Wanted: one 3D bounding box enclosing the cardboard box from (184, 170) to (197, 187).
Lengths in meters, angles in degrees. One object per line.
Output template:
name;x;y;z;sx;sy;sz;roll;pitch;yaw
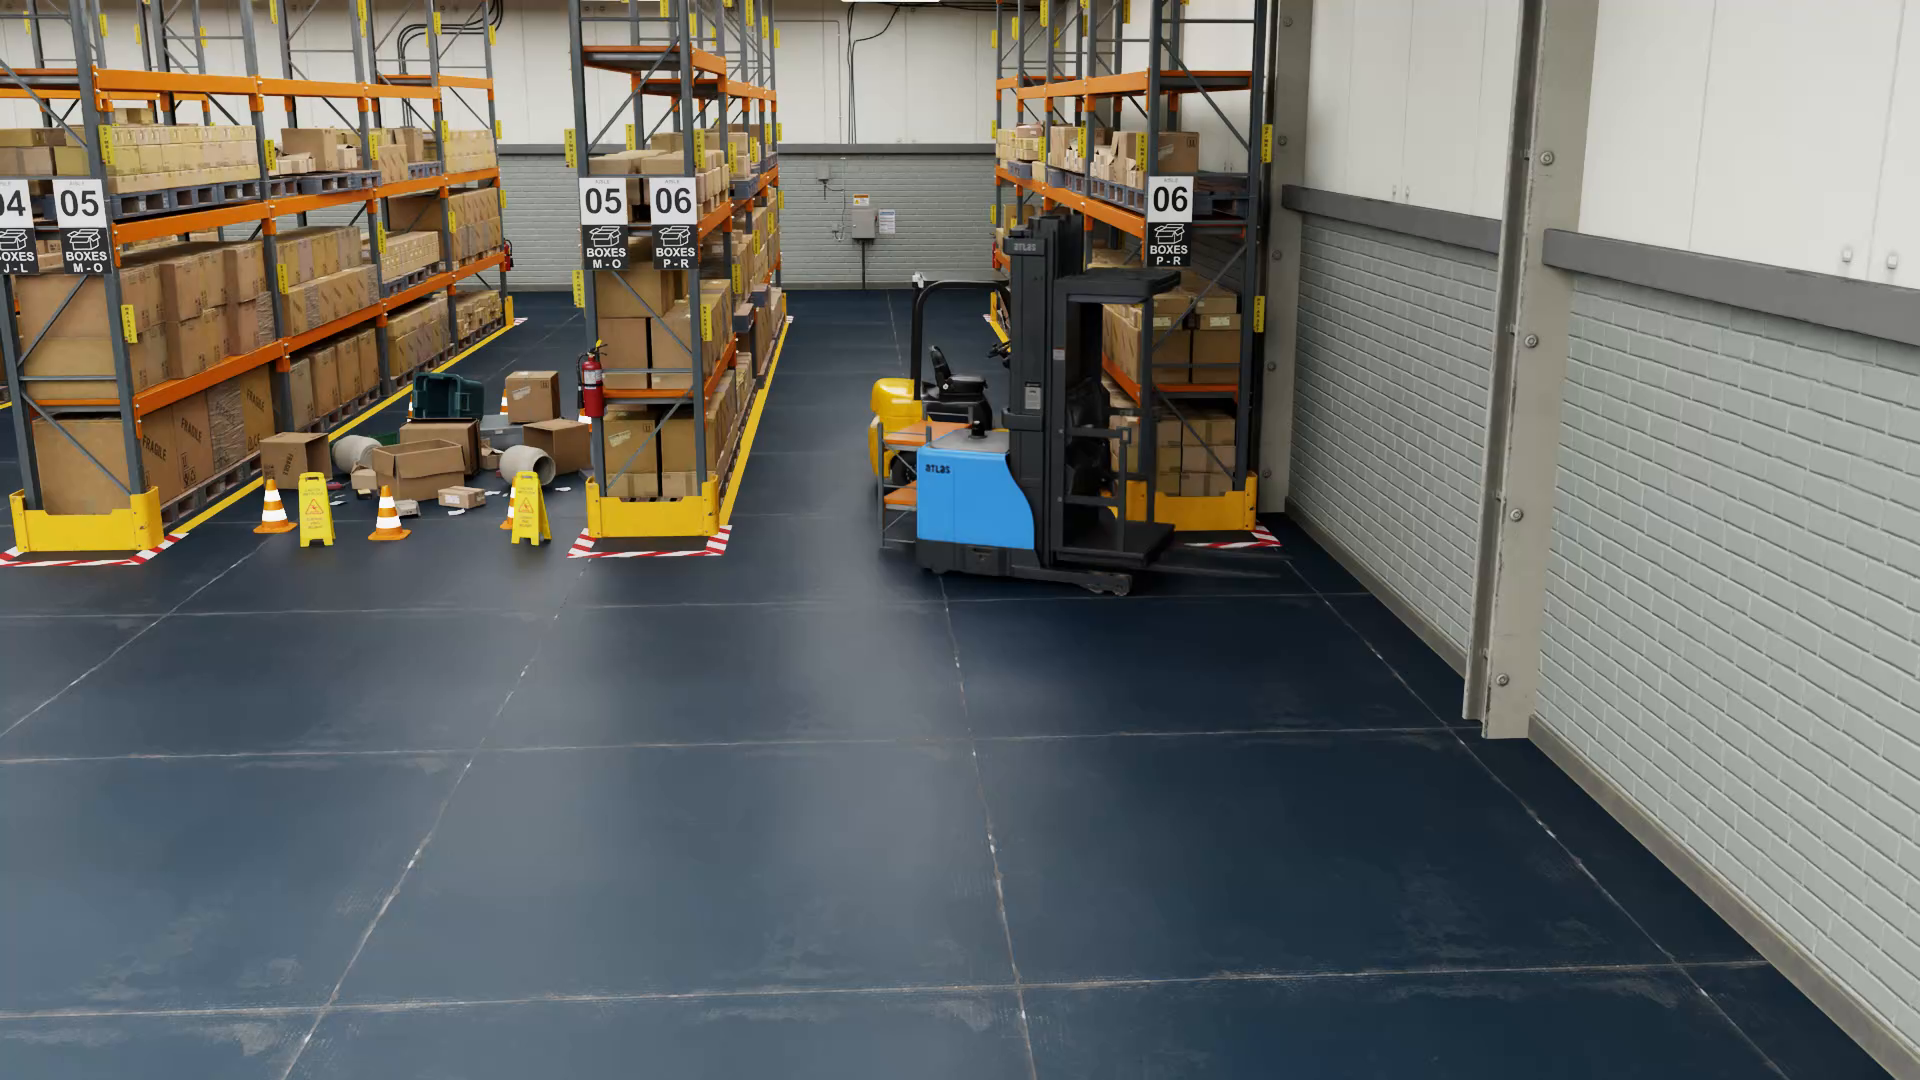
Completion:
cardboard box;-7.534;-3.455;15.875;0.380;0.149;0.250;-1;14;-3

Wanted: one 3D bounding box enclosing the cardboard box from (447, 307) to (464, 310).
cardboard box;-8.319;-3.720;27.151;0.380;0.149;0.250;-1;14;-4

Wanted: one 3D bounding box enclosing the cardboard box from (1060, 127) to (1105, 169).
cardboard box;1.519;-4.889;20.745;0.500;0.500;0.500;-1;14;-2

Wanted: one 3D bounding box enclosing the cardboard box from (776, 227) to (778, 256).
cardboard box;-3.443;-5.165;28.881;0.500;0.500;0.500;0;14;-2

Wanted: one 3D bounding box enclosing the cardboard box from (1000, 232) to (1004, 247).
cardboard box;0.984;-5.266;29.177;0.500;0.250;0.500;-1;14;-4

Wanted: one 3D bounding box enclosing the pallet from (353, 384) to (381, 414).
pallet;-8.260;-1.847;21.779;1.003;0.211;1.213;-1;14;-3

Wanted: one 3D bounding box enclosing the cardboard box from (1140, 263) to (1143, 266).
cardboard box;2.224;-3.010;18.608;0.380;0.149;0.250;-1;14;-3

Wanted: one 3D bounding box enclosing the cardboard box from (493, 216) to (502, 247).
cardboard box;-8.445;-5.469;29.463;0.500;0.500;0.500;-1;14;-2

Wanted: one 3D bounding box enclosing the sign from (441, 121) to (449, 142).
sign;-7.928;-6.292;25.614;0.100;0.325;0.005;-1;14;-3

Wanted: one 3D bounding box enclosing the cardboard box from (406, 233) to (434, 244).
cardboard box;-8.244;-4.595;25.334;0.380;0.149;0.250;-1;14;-5

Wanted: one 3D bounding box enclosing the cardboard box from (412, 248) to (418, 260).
cardboard box;-8.174;-4.191;24.360;0.380;0.149;0.250;-1;14;-3

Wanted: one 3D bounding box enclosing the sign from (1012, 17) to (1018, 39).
sign;0.864;-7.960;25.873;0.100;0.325;0.005;-1;14;-3

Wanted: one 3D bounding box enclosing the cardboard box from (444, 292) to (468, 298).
cardboard box;-8.899;-4.292;29.374;0.380;0.149;0.250;-1;14;-2

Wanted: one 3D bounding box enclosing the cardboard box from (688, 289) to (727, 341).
cardboard box;-2.700;-2.330;17.264;0.500;0.500;0.500;0;14;-2

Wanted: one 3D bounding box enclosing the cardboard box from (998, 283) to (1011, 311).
cardboard box;1.102;-4.404;30.289;0.797;0.503;0.637;-1;15;-6

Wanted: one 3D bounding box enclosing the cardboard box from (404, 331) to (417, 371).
cardboard box;-8.058;-2.692;23.643;0.500;0.500;0.500;-1;14;-3

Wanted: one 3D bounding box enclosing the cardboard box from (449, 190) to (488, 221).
cardboard box;-8.380;-5.695;28.338;0.500;0.500;0.500;0;14;-1

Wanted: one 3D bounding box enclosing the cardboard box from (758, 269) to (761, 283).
cardboard box;-3.155;-3.807;24.103;0.500;0.250;0.500;0;14;-2

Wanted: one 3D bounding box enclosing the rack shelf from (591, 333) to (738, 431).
rack shelf;-2.928;-1.655;16.883;1.077;0.370;4.000;-1;14;-3

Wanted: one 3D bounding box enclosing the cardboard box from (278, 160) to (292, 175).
cardboard box;-7.802;-4.244;18.942;0.250;0.149;0.380;-1;14;-3

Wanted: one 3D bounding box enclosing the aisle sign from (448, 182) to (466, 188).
aisle sign;-9.033;-6.656;29.660;0.394;0.787;0.004;-1;14;-3

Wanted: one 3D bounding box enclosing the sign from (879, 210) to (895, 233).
sign;-1.582;-6.897;36.002;0.329;0.494;0.001;-1;14;-3

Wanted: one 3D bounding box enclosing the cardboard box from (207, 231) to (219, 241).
cardboard box;-13.391;-5.287;29.261;0.500;0.250;0.500;-1;14;-4

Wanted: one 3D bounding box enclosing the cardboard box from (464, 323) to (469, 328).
cardboard box;-8.333;-3.497;27.476;0.380;0.149;0.250;-1;14;-5

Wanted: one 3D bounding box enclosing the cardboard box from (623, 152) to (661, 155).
cardboard box;-3.250;-3.878;16.963;0.380;0.149;0.250;-1;14;-5

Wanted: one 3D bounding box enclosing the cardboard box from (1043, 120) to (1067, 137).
cardboard box;1.494;-6.421;25.973;0.396;0.266;0.258;-1;14;-4

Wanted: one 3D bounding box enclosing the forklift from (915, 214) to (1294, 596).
forklift;1.200;-1.122;13.504;3.031;2.935;1.130;5;15;19

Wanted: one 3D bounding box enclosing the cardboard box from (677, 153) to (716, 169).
cardboard box;-2.623;-3.759;16.499;0.380;0.149;0.250;-1;14;-3

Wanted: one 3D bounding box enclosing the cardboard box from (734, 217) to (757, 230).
cardboard box;-3.126;-4.278;23.427;0.500;0.500;0.500;-1;14;-3

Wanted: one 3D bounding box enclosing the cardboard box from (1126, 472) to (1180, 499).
cardboard box;1.806;-0.567;15.887;0.500;0.250;0.500;-1;14;-3

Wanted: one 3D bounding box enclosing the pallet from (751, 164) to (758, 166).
pallet;-3.465;-5.294;23.943;1.003;0.211;1.213;0;14;-1

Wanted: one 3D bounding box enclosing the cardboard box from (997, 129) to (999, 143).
cardboard box;0.936;-7.215;29.729;0.500;0.250;0.500;-1;14;-4

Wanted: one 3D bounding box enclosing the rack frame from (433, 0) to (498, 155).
rack frame;-8.729;-8.289;29.184;1.000;3.000;0.127;-1;14;-3

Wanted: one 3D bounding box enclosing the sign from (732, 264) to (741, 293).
sign;-2.511;-2.931;18.659;0.100;0.325;0.005;-1;14;-3

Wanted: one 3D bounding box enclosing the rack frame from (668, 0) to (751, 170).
rack frame;-3.299;-6.401;21.846;1.000;3.000;0.127;-1;14;-3

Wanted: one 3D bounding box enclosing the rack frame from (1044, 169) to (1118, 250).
rack frame;1.654;-3.573;22.895;1.000;3.000;0.127;-1;14;-3

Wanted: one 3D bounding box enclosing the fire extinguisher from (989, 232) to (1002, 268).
fire extinguisher;0.688;-5.374;30.798;0.296;0.674;0.183;-1;14;-3

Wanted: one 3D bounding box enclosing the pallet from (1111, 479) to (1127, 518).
pallet;2.061;-0.423;16.246;1.003;0.211;1.213;-1;14;-3

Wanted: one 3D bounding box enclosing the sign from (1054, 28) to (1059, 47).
sign;1.714;-9.001;29.757;0.100;0.325;0.005;-1;14;-3

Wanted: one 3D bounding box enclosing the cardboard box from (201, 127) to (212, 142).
cardboard box;-7.568;-3.969;16.271;0.380;0.149;0.250;-1;14;-4

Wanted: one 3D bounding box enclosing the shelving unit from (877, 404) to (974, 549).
shelving unit;-0.297;-0.576;15.007;0.538;1.125;1.048;6;15;21

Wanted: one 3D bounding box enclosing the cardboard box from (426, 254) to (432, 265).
cardboard box;-8.229;-4.248;25.180;0.380;0.149;0.250;-1;14;-4

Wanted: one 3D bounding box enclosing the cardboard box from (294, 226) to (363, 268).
cardboard box;-8.216;-3.815;21.627;0.700;0.500;0.500;-1;14;-4

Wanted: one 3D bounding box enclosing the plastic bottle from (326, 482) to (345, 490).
plastic bottle;-6.454;-0.551;17.043;0.283;0.061;0.133;-6;16;-23

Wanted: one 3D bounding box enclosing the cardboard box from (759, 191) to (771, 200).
cardboard box;-3.383;-5.799;28.036;0.380;0.149;0.250;-1;14;-3

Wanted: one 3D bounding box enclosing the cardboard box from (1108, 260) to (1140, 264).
cardboard box;2.047;-3.412;20.764;0.380;0.149;0.250;-1;14;-3

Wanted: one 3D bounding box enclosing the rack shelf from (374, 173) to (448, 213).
rack shelf;-8.358;-4.996;23.848;1.077;0.370;4.000;-1;14;-3

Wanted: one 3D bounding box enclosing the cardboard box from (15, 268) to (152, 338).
cardboard box;-7.722;-2.093;14.674;0.875;0.550;0.550;-1;14;-3

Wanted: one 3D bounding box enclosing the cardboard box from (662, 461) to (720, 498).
cardboard box;-2.578;-0.583;15.947;0.500;0.250;0.500;-1;14;-4

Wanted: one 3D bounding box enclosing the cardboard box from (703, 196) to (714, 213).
cardboard box;-2.584;-3.246;16.107;0.380;0.149;0.250;-1;14;-3

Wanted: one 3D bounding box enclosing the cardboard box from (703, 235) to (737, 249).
cardboard box;-2.898;-3.602;20.064;0.380;0.149;0.250;0;14;0

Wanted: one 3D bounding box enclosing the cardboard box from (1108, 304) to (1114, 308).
cardboard box;1.735;-2.473;17.115;0.380;0.149;0.250;-1;14;-5

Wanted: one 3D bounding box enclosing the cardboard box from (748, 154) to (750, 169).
cardboard box;-2.773;-4.487;19.884;0.500;0.250;0.500;-1;14;-4

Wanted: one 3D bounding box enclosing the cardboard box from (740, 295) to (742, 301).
cardboard box;-2.859;-2.983;20.261;0.380;0.149;0.250;-1;14;-3

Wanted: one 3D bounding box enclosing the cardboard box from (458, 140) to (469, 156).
cardboard box;-8.315;-6.384;27.096;0.500;0.250;0.500;-1;14;-2

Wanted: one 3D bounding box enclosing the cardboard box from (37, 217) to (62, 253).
cardboard box;-13.305;-4.388;23.847;0.797;0.503;0.637;0;14;-2

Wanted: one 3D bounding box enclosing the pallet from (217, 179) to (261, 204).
pallet;-7.946;-3.606;17.178;1.003;0.211;1.213;-1;14;-3

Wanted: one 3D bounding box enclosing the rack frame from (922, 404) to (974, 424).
rack frame;-0.112;-0.694;15.465;0.500;1.125;0.032;6;15;21
